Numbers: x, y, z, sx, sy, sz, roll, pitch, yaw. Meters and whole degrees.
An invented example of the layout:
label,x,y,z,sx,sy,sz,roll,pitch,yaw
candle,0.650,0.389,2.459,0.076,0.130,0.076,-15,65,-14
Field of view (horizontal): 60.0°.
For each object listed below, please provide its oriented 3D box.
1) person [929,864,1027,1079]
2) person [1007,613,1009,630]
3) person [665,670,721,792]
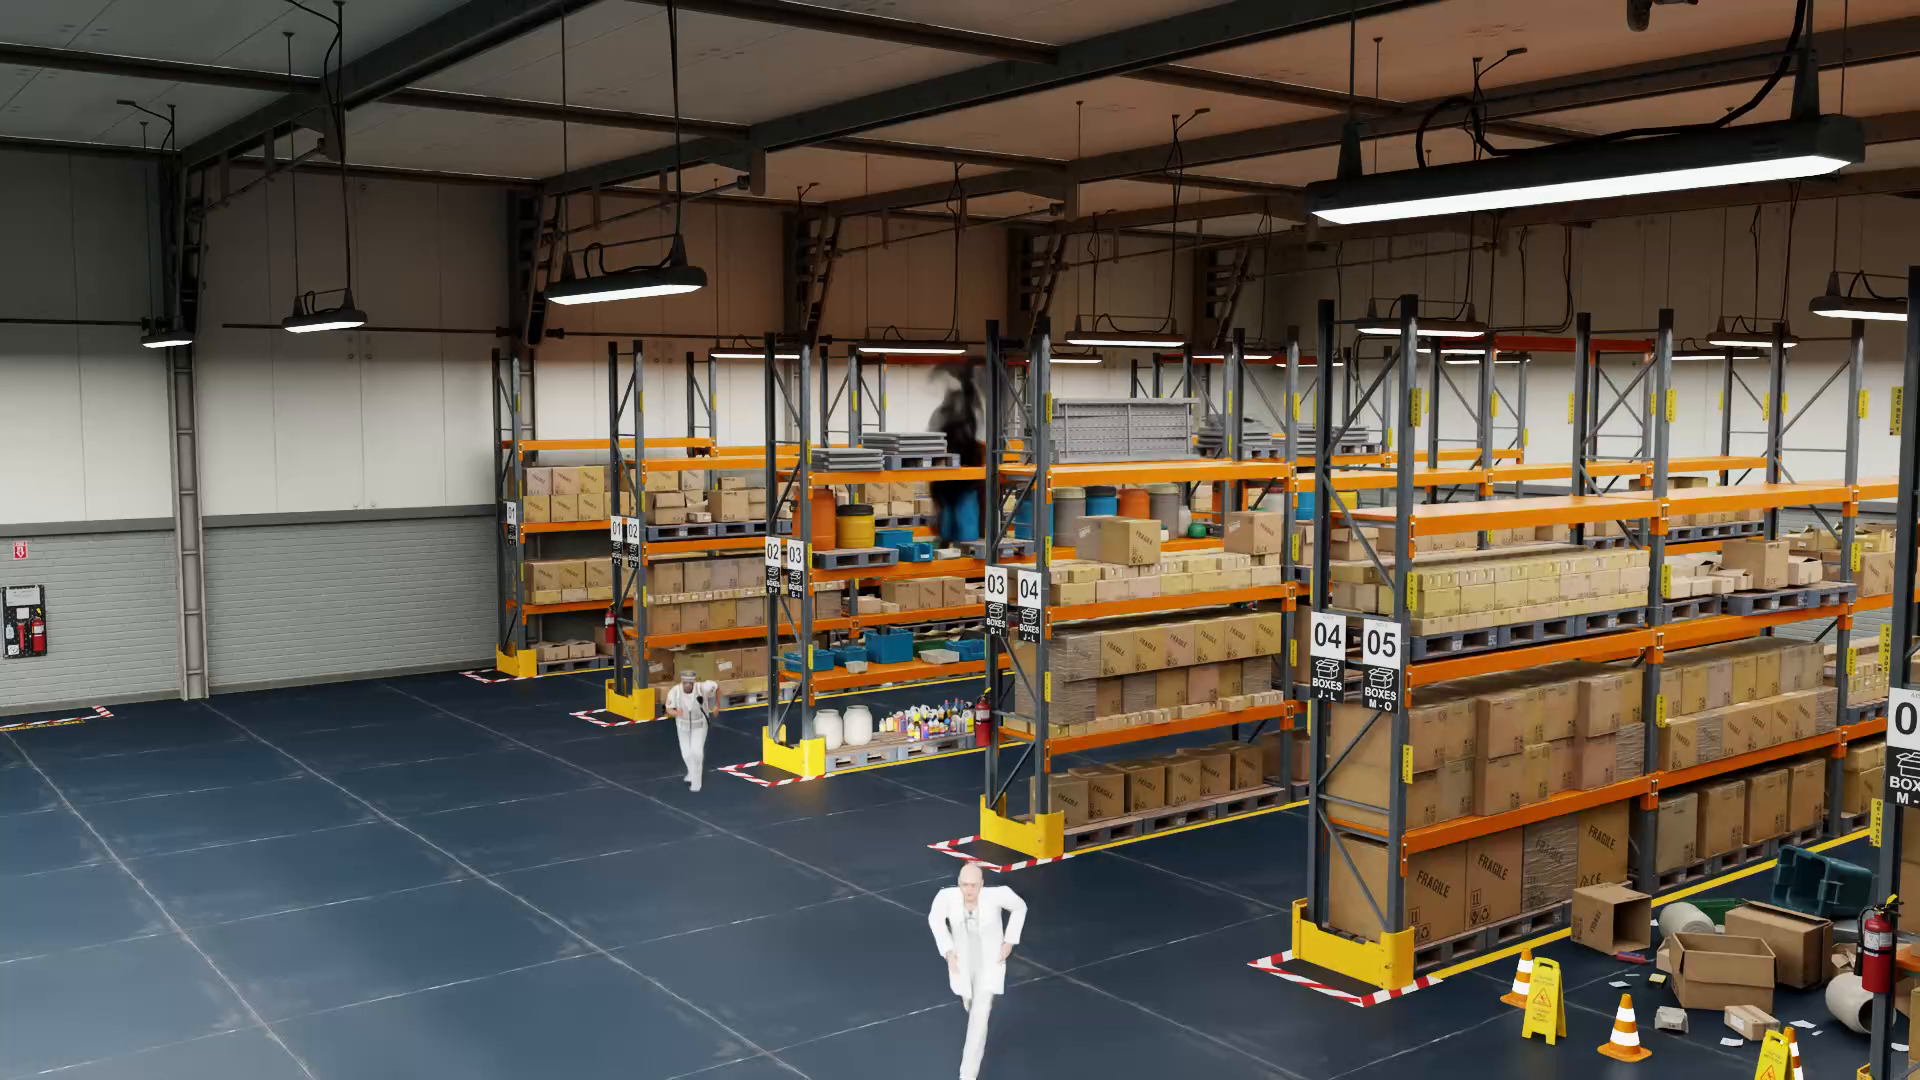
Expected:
label,x,y,z,sx,sy,sz,roll,pitch,yaw
person,0.141,3.223,12.675,0.743,1.738,1.083,0,5,5
person,1.017,1.267,34.943,0.625,1.654,0.723,5,7,44
person,-3.469,2.473,21.696,0.695,1.675,1.009,0,5,-2
